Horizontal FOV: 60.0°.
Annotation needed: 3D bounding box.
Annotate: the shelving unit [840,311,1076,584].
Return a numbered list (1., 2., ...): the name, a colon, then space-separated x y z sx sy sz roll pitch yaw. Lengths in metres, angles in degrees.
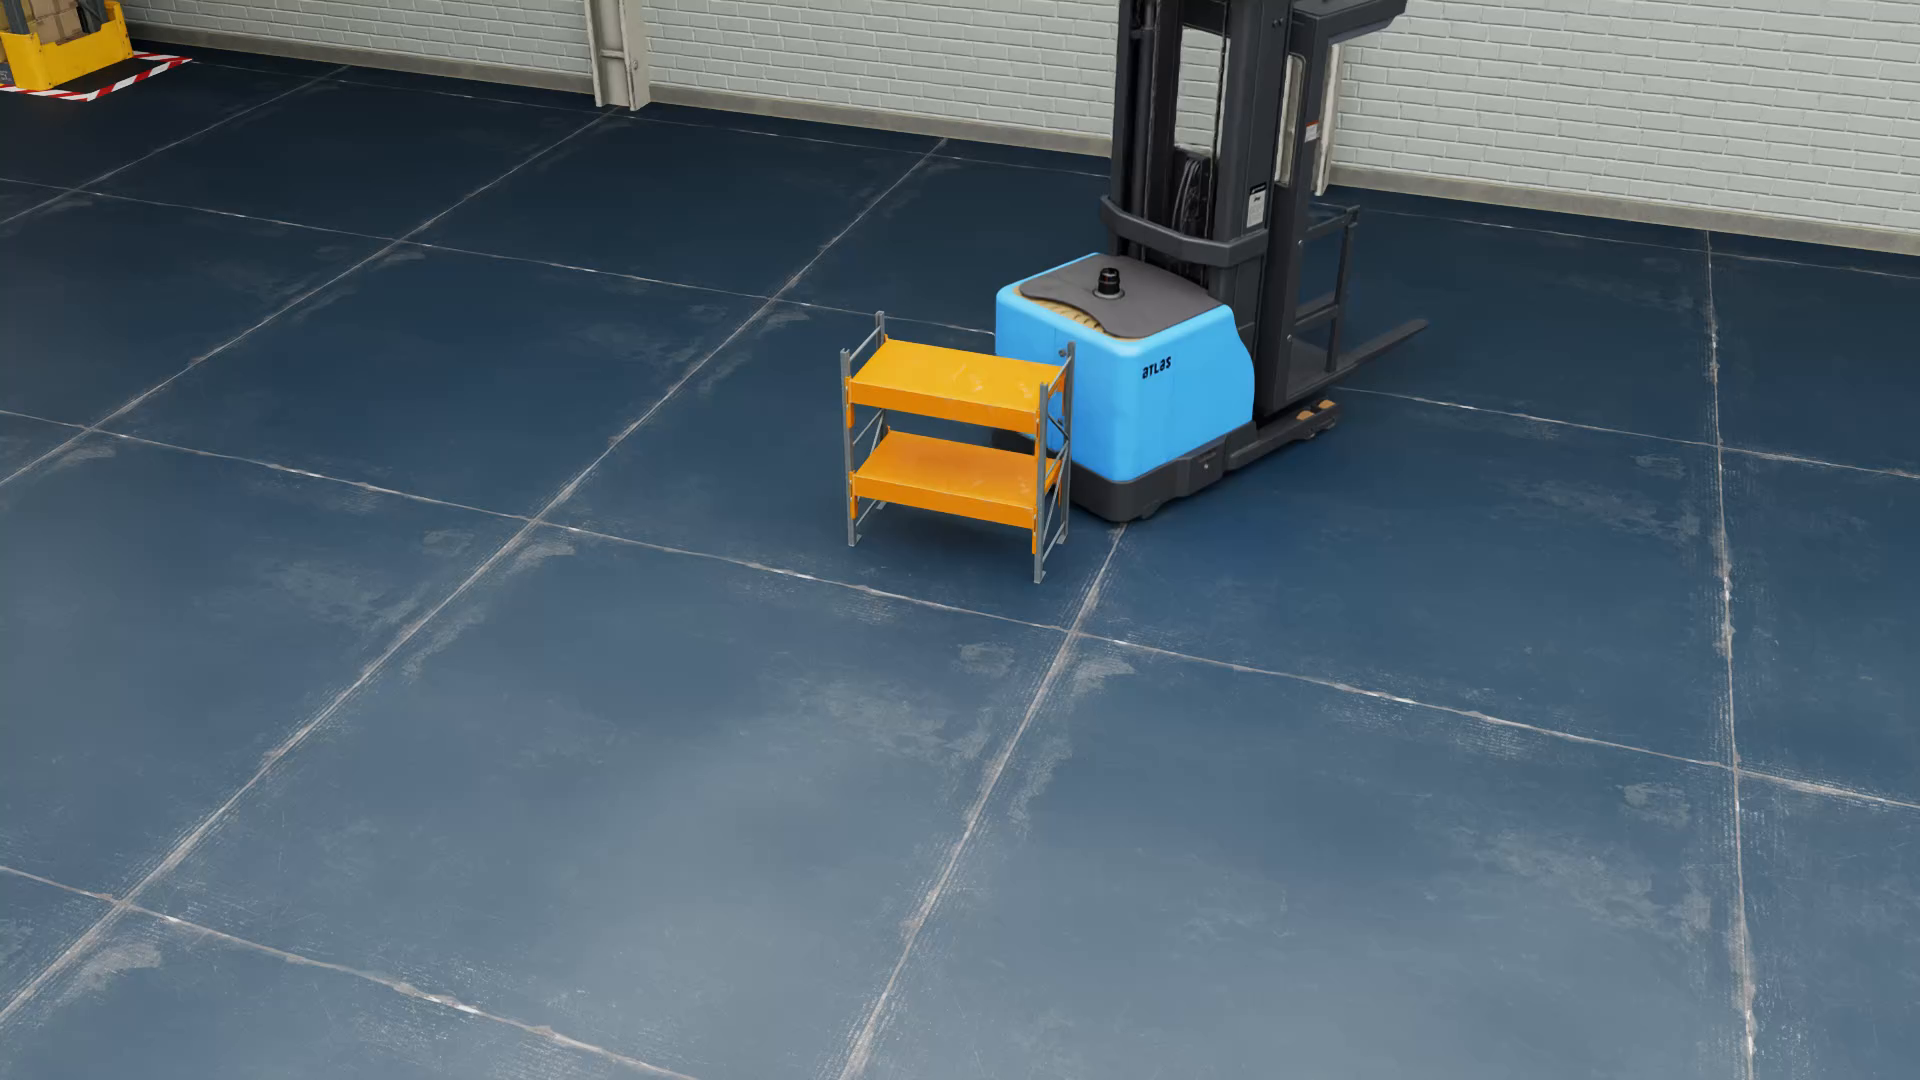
1. shelving unit: -0.006 -0.474 8.447 1.048 1.125 0.538 11 34 16

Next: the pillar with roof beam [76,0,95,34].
1. pillar with roof beam: -10.081 -6.557 10.610 0.400 9.000 9.100 11 34 16

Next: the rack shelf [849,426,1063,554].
1. rack shelf: -0.006 -0.268 8.579 1.000 0.278 0.538 11 34 16

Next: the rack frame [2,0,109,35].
1. rack frame: -8.278 -5.647 14.731 0.127 3.000 1.000 11 34 16

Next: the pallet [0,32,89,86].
1. pallet: -9.012 -4.594 15.671 1.213 0.211 1.003 11 34 16

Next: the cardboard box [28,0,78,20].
1. cardboard box: -8.650 -5.071 15.525 0.500 0.250 0.500 12 35 17

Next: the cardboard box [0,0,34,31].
1. cardboard box: -8.841 -4.808 15.118 0.500 0.250 0.500 11 34 16

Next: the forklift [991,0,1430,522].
1. forklift: 1.609 -2.002 9.149 3.031 2.935 1.130 -26 41 -34

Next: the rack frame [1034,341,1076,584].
1. rack frame: 0.472 -0.381 8.303 0.032 1.125 0.500 11 34 16

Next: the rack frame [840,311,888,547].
1. rack frame: -0.485 -0.567 8.591 0.032 1.125 0.500 11 34 16

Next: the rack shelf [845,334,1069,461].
1. rack shelf: -0.006 -0.720 8.288 1.000 0.278 0.538 11 34 16

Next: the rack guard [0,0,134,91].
1. rack guard: -8.255 -4.593 15.402 0.348 0.500 1.175 11 34 16

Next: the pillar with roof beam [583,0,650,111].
1. pillar with roof beam: -4.433 -5.459 8.909 0.400 9.000 9.100 11 34 16

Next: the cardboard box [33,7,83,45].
1. cardboard box: -8.674 -4.858 15.657 0.500 0.250 0.500 11 34 17

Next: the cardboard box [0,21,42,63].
1. cardboard box: -8.826 -4.593 15.246 0.500 0.250 0.500 11 35 17

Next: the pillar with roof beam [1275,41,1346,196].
1. pillar with roof beam: 1.215 -4.361 7.208 0.400 9.000 9.100 11 34 16
